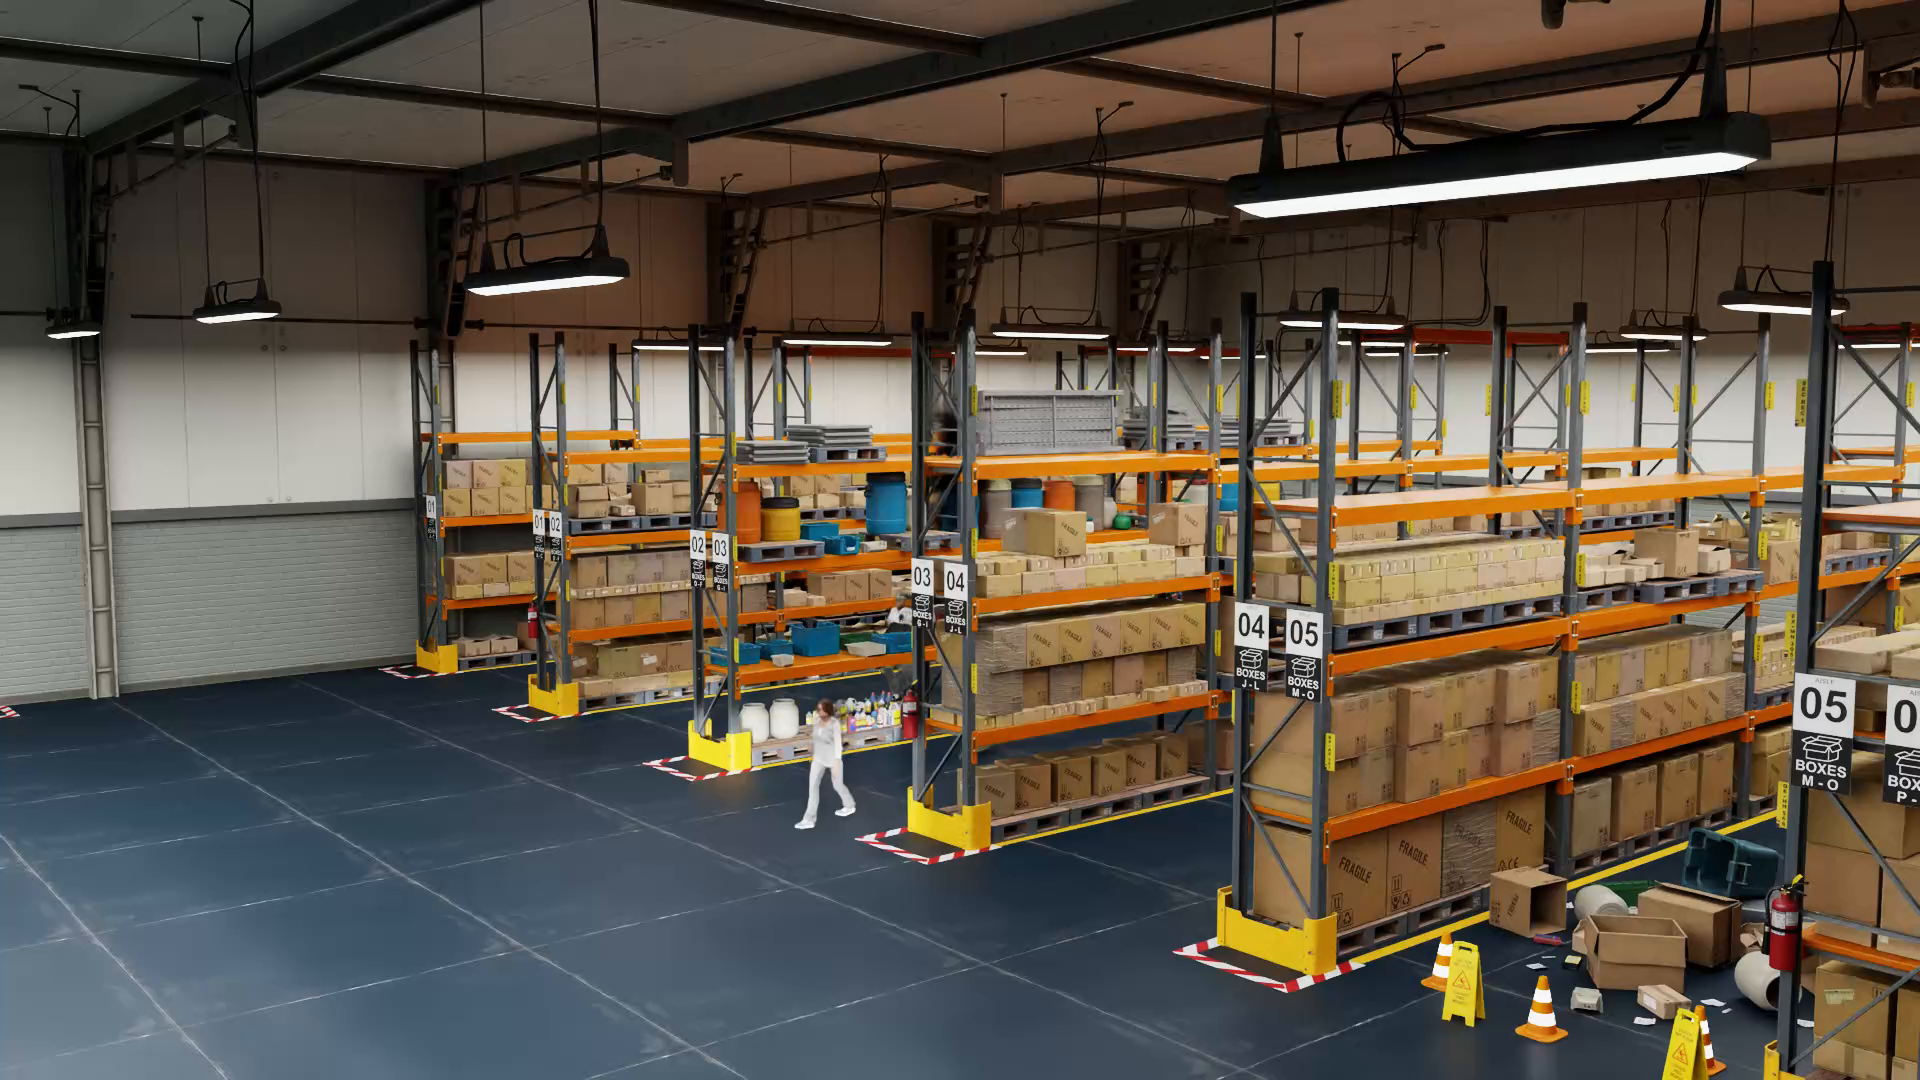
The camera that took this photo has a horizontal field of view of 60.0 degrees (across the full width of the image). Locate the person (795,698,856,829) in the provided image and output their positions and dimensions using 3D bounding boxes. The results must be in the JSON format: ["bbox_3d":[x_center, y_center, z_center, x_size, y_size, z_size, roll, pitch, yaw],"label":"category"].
[{"bbox_3d":[-1.563,2.579,19.493,0.484,1.501,1.021,3,6,27],"label":"person"}]

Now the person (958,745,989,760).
[{"bbox_3d":[0.226,2.226,22.980,0.662,1.596,0.736,-3,6,-28],"label":"person"}]

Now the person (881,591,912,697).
[{"bbox_3d":[-1.018,1.747,27.521,0.643,1.821,0.720,4,6,35],"label":"person"}]
